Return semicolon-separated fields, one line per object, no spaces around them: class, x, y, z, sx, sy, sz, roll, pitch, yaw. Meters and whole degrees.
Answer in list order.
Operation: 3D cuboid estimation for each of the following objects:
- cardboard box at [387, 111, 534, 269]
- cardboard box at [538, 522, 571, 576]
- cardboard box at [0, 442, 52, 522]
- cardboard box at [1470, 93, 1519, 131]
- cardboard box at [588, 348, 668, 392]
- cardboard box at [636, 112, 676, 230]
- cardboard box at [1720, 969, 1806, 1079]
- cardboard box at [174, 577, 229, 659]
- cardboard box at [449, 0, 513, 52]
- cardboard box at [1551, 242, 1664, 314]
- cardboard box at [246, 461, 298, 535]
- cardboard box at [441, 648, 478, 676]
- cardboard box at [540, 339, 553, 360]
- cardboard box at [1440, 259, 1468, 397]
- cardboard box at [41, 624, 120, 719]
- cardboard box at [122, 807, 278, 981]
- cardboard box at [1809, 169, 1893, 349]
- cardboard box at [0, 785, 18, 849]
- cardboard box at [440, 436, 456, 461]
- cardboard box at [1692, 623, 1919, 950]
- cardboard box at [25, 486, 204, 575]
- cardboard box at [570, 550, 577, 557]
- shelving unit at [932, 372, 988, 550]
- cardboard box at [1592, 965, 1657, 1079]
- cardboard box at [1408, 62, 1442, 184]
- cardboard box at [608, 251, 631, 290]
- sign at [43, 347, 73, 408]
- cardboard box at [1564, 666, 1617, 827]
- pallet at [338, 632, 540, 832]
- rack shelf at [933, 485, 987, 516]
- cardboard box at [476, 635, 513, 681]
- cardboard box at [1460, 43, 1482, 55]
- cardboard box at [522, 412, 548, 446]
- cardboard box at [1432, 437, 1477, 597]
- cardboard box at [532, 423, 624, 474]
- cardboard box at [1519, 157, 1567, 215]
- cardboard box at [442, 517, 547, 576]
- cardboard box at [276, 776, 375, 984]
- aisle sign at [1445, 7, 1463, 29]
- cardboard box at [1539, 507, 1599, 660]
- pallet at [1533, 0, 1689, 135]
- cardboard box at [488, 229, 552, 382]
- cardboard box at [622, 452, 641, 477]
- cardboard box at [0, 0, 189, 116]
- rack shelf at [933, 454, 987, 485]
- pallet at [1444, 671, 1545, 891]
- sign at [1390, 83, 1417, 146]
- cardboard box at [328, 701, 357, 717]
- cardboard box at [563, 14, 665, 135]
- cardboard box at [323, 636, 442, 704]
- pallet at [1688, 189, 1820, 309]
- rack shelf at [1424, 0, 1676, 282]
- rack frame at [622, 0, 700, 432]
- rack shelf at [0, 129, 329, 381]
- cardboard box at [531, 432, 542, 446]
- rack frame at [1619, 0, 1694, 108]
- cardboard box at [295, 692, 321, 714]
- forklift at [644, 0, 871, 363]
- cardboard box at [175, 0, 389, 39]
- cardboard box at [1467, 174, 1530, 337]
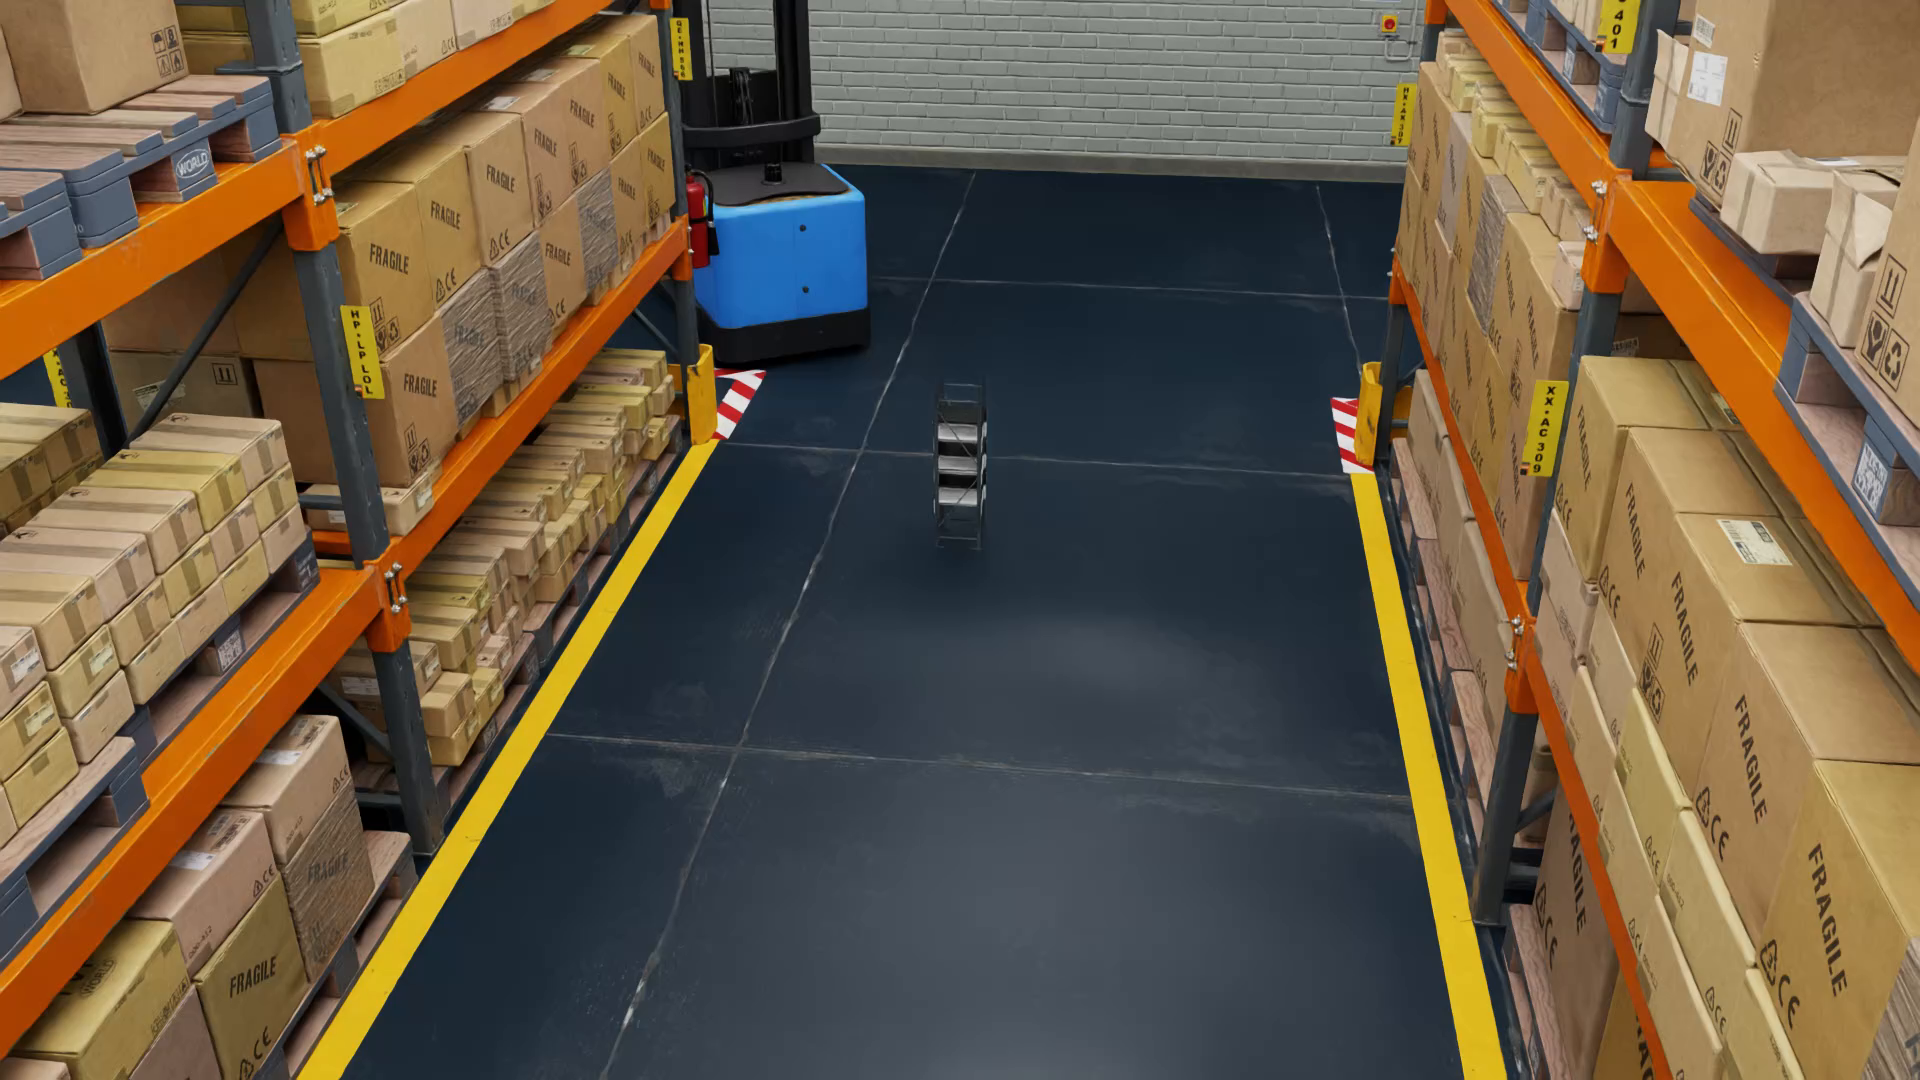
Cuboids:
cardboard box;-2.096;-1.436;6.780;0.500;0.500;0.500;4;29;7
cardboard box;-2.049;0.034;7.775;0.380;0.149;0.250;3;28;6
cardboard box;-3.066;-0.188;5.132;0.380;0.149;0.250;4;29;8
cardboard box;2.390;-1.794;7.074;0.380;0.149;0.250;4;29;7
cardboard box;-1.857;-0.953;9.292;0.380;0.149;0.250;4;29;7
cardboard box;-1.843;-1.974;8.832;0.500;0.500;0.500;4;29;7
cardboard box;1.810;1.100;3.177;0.500;0.250;0.500;3;28;5
cardboard box;-2.449;0.221;4.999;0.380;0.149;0.250;3;28;6
cardboard box;-2.079;-2.080;6.443;0.500;0.250;0.500;5;29;8
cardboard box;2.113;-0.836;5.295;0.380;0.149;0.250;3;28;5
cardboard box;-2.386;-0.149;5.372;0.380;0.149;0.250;4;29;8
cardboard box;-2.230;0.520;6.871;0.380;0.149;0.250;4;29;7
cardboard box;-2.074;-0.898;7.519;0.380;0.149;0.250;4;29;8
cardboard box;2.379;-0.905;7.162;0.500;0.500;0.500;4;29;8
cardboard box;-2.513;0.343;4.459;0.380;0.149;0.250;2;28;4
cardboard box;-2.450;1.049;5.041;0.500;0.250;0.500;5;29;9
cardboard box;1.820;-0.509;3.068;0.396;0.266;0.258;6;29;10
cardboard box;-2.575;0.721;4.072;0.380;0.149;0.250;2;28;5
cardboard box;-2.236;-0.401;6.596;0.380;0.149;0.250;2;28;4
cardboard box;1.897;0.525;3.454;0.500;0.500;0.500;3;28;5
cardboard box;-2.455;-0.030;4.838;0.380;0.149;0.250;2;28;5
cardboard box;-2.095;0.034;8.088;0.380;0.149;0.250;4;29;8
shelving unit;0.001;-0.400;8.544;0.258;0.900;0.210;3;28;6
cardboard box;2.292;1.570;4.470;0.875;0.875;0.875;4;29;8
cardboard box;2.540;-2.060;8.252;0.500;0.500;0.500;3;28;5
cardboard box;-1.894;-1.390;8.432;0.380;0.149;0.250;4;29;8
sign;-3.073;-0.551;5.698;0.100;0.325;0.005;3;28;6
cardboard box;2.014;0.599;4.633;0.500;0.250;0.500;3;28;5
pallet;-2.486;0.767;7.104;1.003;0.211;1.213;3;28;6
rack shelf;0.001;-0.212;8.645;0.258;0.077;0.200;3;28;6
cardboard box;-2.159;0.530;7.167;0.380;0.149;0.250;3;28;6
cardboard box;2.602;-2.276;7.969;0.380;0.149;0.250;4;29;7
cardboard box;-2.394;-0.608;8.966;0.380;0.149;0.250;4;29;7
cardboard box;2.796;-0.094;8.021;0.875;0.438;0.875;4;29;8
cardboard box;-1.923;-0.461;8.379;0.380;0.149;0.250;4;29;8
cardboard box;2.302;-1.310;6.176;0.380;0.149;0.250;3;28;6
cardboard box;-2.089;0.028;7.470;0.380;0.149;0.250;4;29;7
cardboard box;-2.374;1.136;5.671;0.500;0.500;0.500;3;28;5
aisle sign;2.603;-2.980;8.379;0.394;0.787;0.004;3;28;6
cardboard box;2.058;0.134;4.969;0.500;0.250;0.500;3;28;5
pallet;2.502;-1.568;5.429;1.003;0.211;1.213;3;28;6
cardboard box;-2.072;-1.004;7.032;0.500;0.500;0.500;3;28;5
cardboard box;-1.950;-0.449;8.984;0.380;0.149;0.250;3;28;6
cardboard box;-2.689;-1.520;4.698;0.700;0.500;0.500;3;28;6
rack shelf;0.001;-0.371;8.559;0.258;0.077;0.200;3;28;6
pallet;2.562;0.972;6.723;1.003;0.211;1.213;3;28;6
sign;2.332;-2.236;8.742;0.100;0.325;0.005;3;28;6
cardboard box;-2.709;0.606;7.026;0.380;0.149;0.250;4;29;8
cardboard box;-1.853;-2.411;8.589;0.500;0.500;0.500;3;28;5
cardboard box;-2.286;0.516;6.566;0.380;0.149;0.250;4;29;8
pallet;2.328;-0.704;3.934;0.805;0.209;1.217;2;28;4
rack shelf;2.637;-1.848;6.613;1.077;0.370;4.000;3;28;6
rack frame;-2.043;-2.025;9.347;1.000;3.000;0.127;3;28;6
rack shelf;-2.779;-0.205;3.563;1.077;0.370;4.000;3;28;6
cardboard box;-2.022;-0.456;8.683;0.380;0.149;0.250;3;28;6
rack frame;2.392;-2.543;3.983;1.000;3.000;0.127;3;28;6
cardboard box;-2.810;0.630;6.667;0.380;0.149;0.250;4;29;7
forklift;-1.638;-3.105;11.424;1.130;2.935;3.031;-11;30;-20
cardboard box;-2.236;-1.830;5.452;0.500;0.250;0.500;4;29;8
cardboard box;2.299;-1.103;6.476;0.500;0.500;0.500;4;29;7
